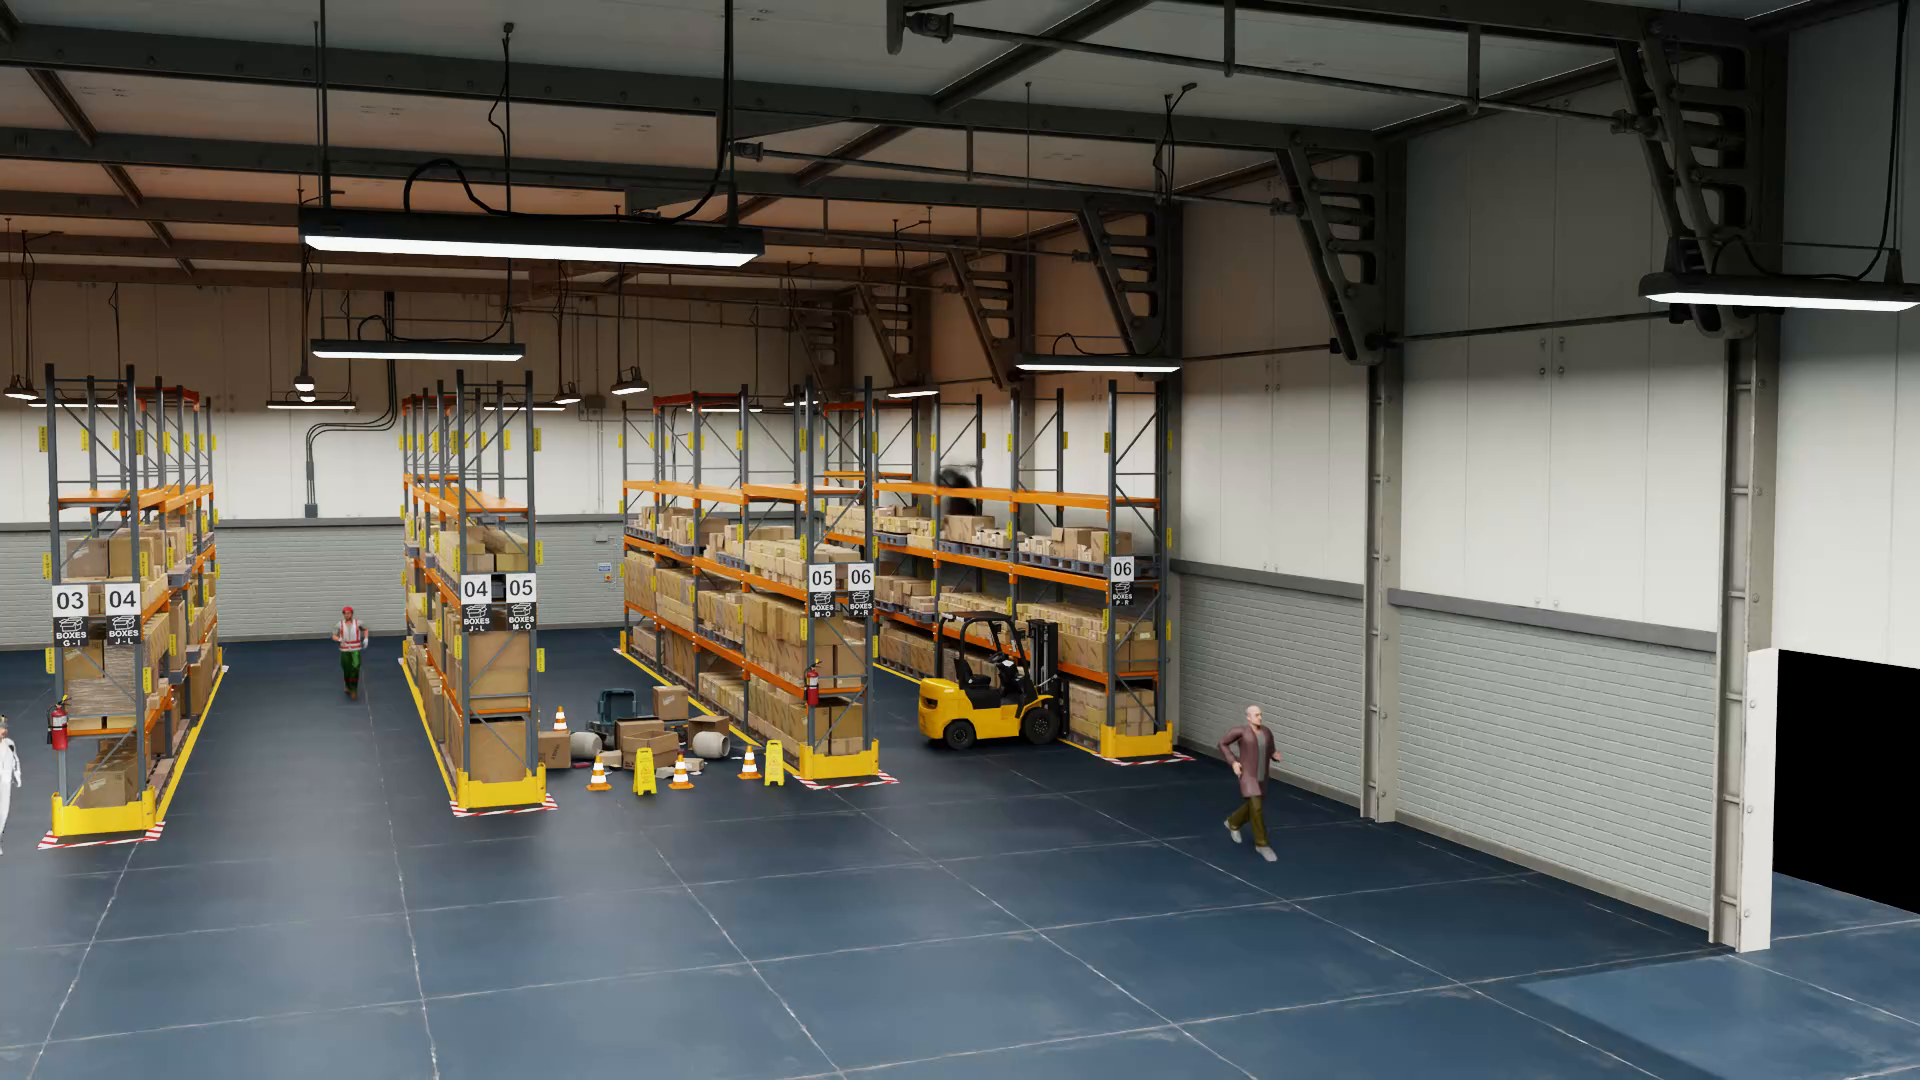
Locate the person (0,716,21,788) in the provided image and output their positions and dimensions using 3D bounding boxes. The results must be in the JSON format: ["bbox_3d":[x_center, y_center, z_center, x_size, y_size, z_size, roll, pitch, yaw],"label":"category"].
[{"bbox_3d":[-11.796,2.621,20.371,0.411,0.906,0.665,2,4,33],"label":"person"}]

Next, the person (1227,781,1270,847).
[{"bbox_3d":[3.527,3.196,20.309,0.378,0.978,0.840,-2,4,-32],"label":"person"}]

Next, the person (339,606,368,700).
[{"bbox_3d":[-11.936,2.209,32.722,0.533,1.817,0.796,-1,3,-15],"label":"person"}]
